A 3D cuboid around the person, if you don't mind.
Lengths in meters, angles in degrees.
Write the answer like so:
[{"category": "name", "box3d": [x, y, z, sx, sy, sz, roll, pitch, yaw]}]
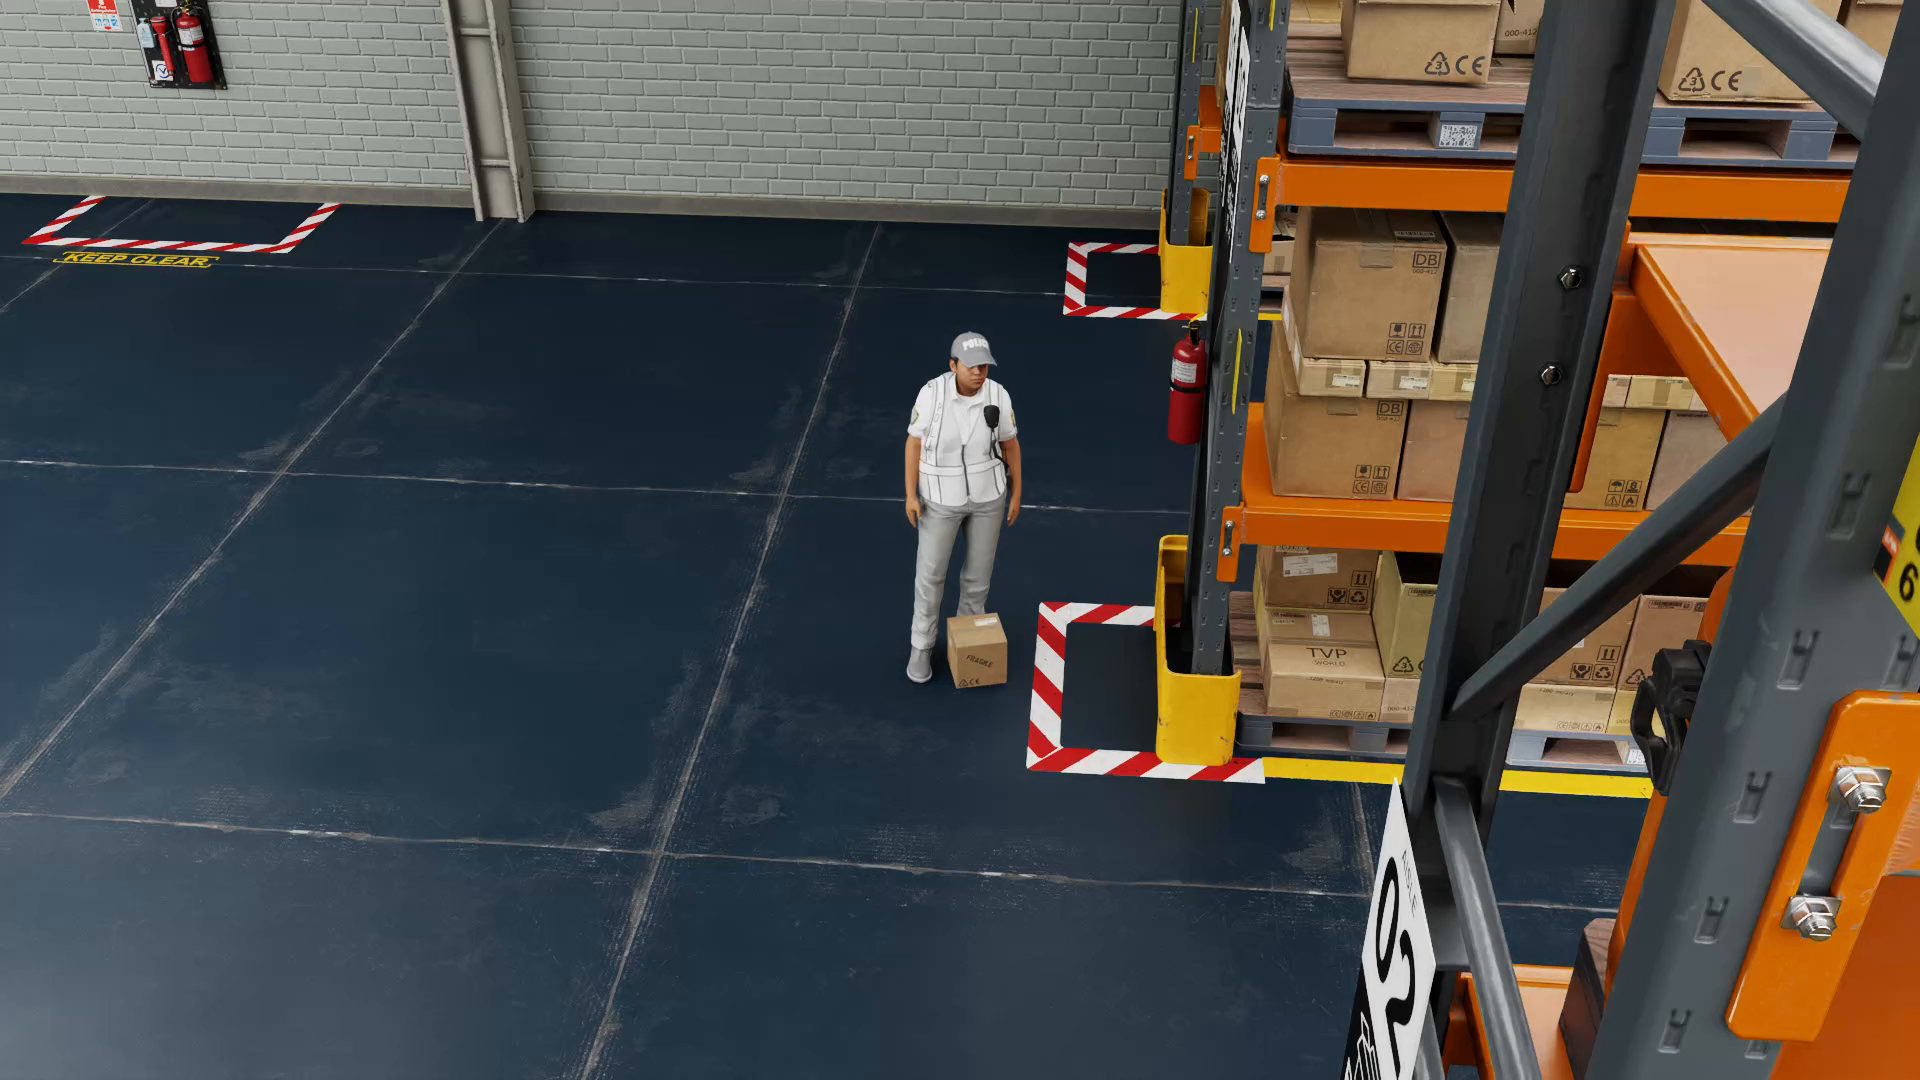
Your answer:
[{"category": "person", "box3d": [0.009, -0.163, 7.873, 0.598, 1.670, 0.529, -5, 32, -7]}]
